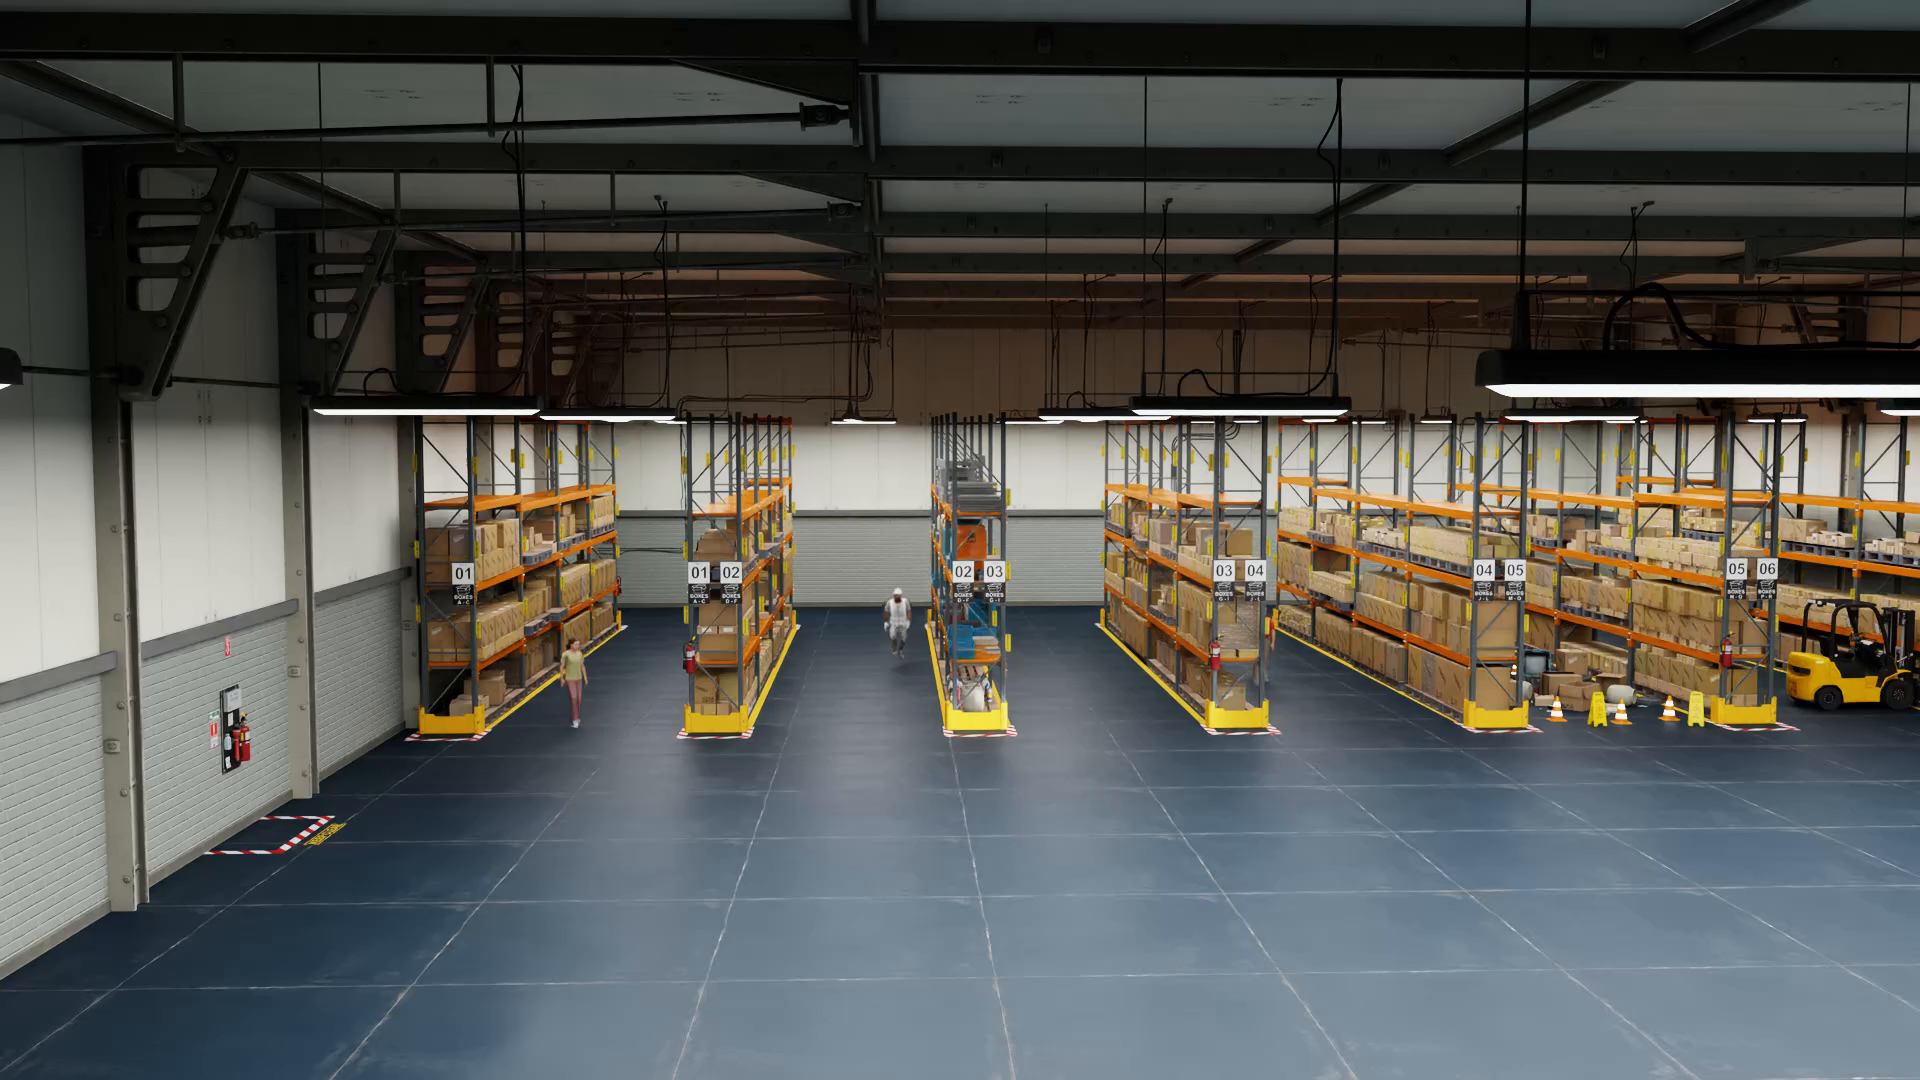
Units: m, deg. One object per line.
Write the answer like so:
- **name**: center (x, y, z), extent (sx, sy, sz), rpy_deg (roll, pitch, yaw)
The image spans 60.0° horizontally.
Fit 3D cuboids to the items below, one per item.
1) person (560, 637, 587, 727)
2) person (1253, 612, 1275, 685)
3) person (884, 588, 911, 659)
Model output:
- **person**: center (-7.383, 2.735, 31.974), extent (0.591, 1.712, 0.470), rpy_deg (4, 5, 45)
- **person**: center (6.734, 2.347, 37.146), extent (0.602, 1.758, 0.639), rpy_deg (1, 4, 13)
- **person**: center (-1.497, 2.009, 39.735), extent (0.640, 1.748, 0.751), rpy_deg (0, 4, -7)
